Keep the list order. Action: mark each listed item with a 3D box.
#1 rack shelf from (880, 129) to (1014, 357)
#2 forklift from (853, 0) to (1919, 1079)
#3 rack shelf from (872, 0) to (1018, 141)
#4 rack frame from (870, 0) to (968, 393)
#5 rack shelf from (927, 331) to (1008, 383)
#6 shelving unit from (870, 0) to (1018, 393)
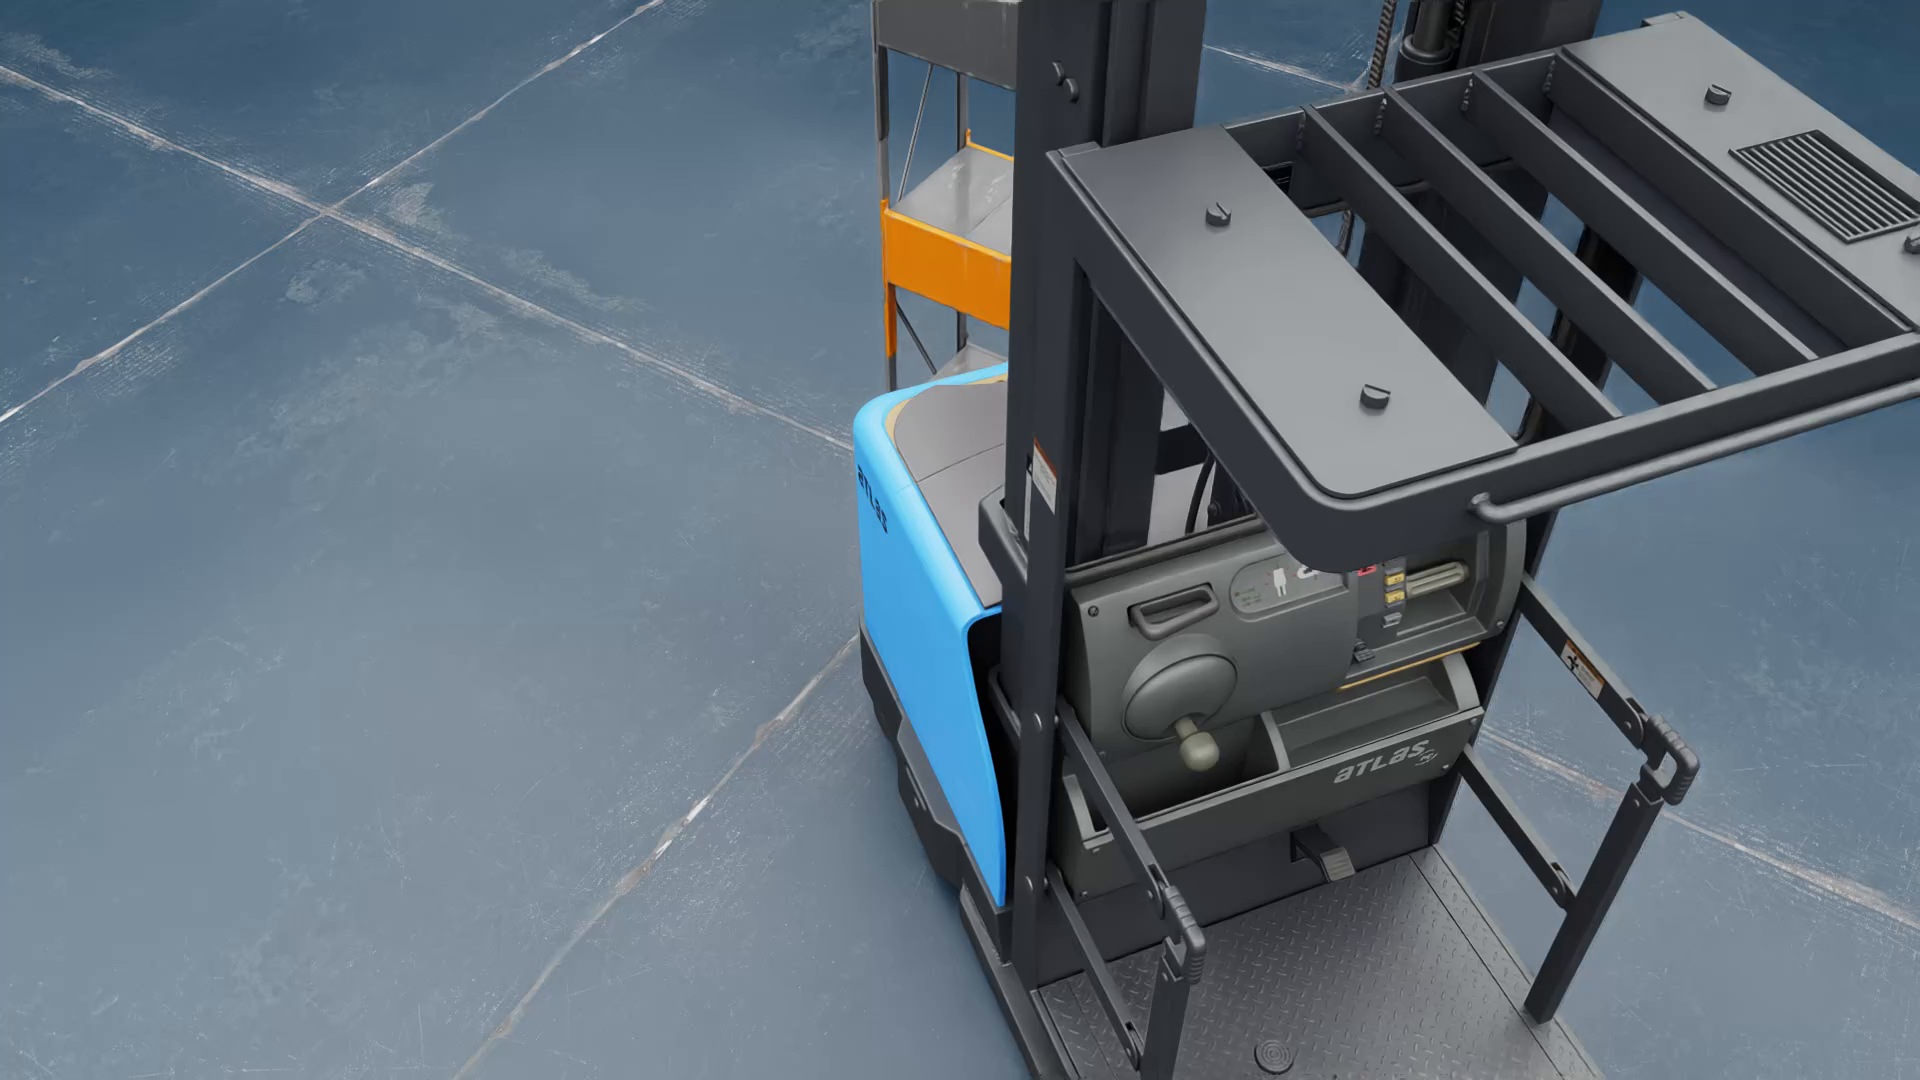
[{"bbox_3d":[0.108,-0.724,4.508,0.480,0.518,0.431,25,51,23],"label":"rack shelf"},{"bbox_3d":[0.734,0.240,2.973,1.130,2.935,3.031,-16,48,-15],"label":"forklift"},{"bbox_3d":[0.108,-1.211,4.006,0.480,0.518,0.431,25,51,23],"label":"rack shelf"},{"bbox_3d":[-0.096,-0.830,4.592,0.015,2.100,0.400,25,51,23],"label":"rack frame"},{"bbox_3d":[0.108,-0.236,5.010,0.480,0.518,0.431,25,51,23],"label":"rack shelf"},{"bbox_3d":[0.108,-0.733,4.498,0.503,2.100,0.431,25,51,23],"label":"shelving unit"}]
